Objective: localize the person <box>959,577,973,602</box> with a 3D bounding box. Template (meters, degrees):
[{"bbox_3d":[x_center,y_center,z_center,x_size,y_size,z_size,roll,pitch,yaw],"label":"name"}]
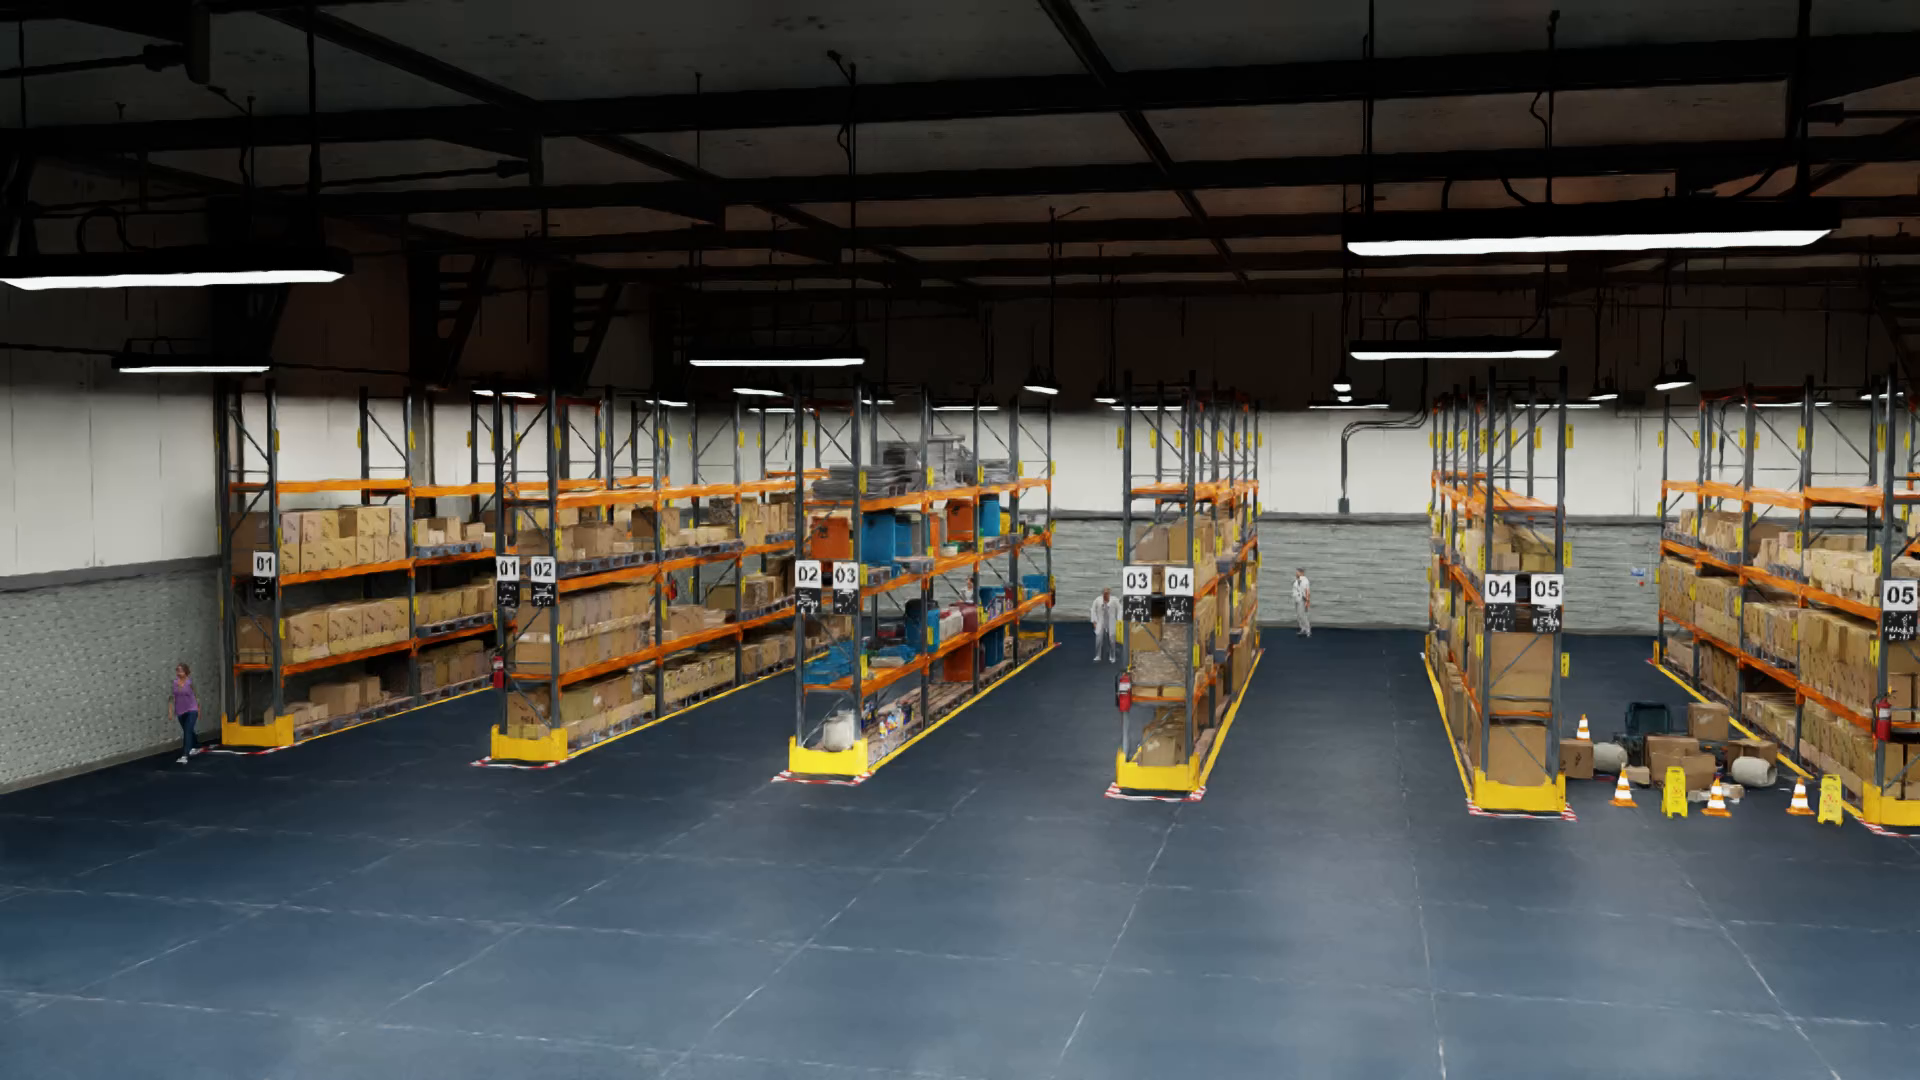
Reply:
[{"bbox_3d":[0.265,1.712,41.490,0.580,1.619,0.507,1,3,11],"label":"person"}]

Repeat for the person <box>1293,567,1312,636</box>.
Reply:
[{"bbox_3d":[8.767,1.561,42.604,0.439,1.751,0.652,-1,4,-16],"label":"person"}]

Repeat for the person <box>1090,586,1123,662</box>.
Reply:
[{"bbox_3d":[3.297,1.895,37.454,0.729,1.733,0.546,1,4,12],"label":"person"}]

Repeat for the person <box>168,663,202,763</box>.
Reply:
[{"bbox_3d":[-12.079,2.666,25.918,0.411,1.533,0.957,0,3,5],"label":"person"}]
